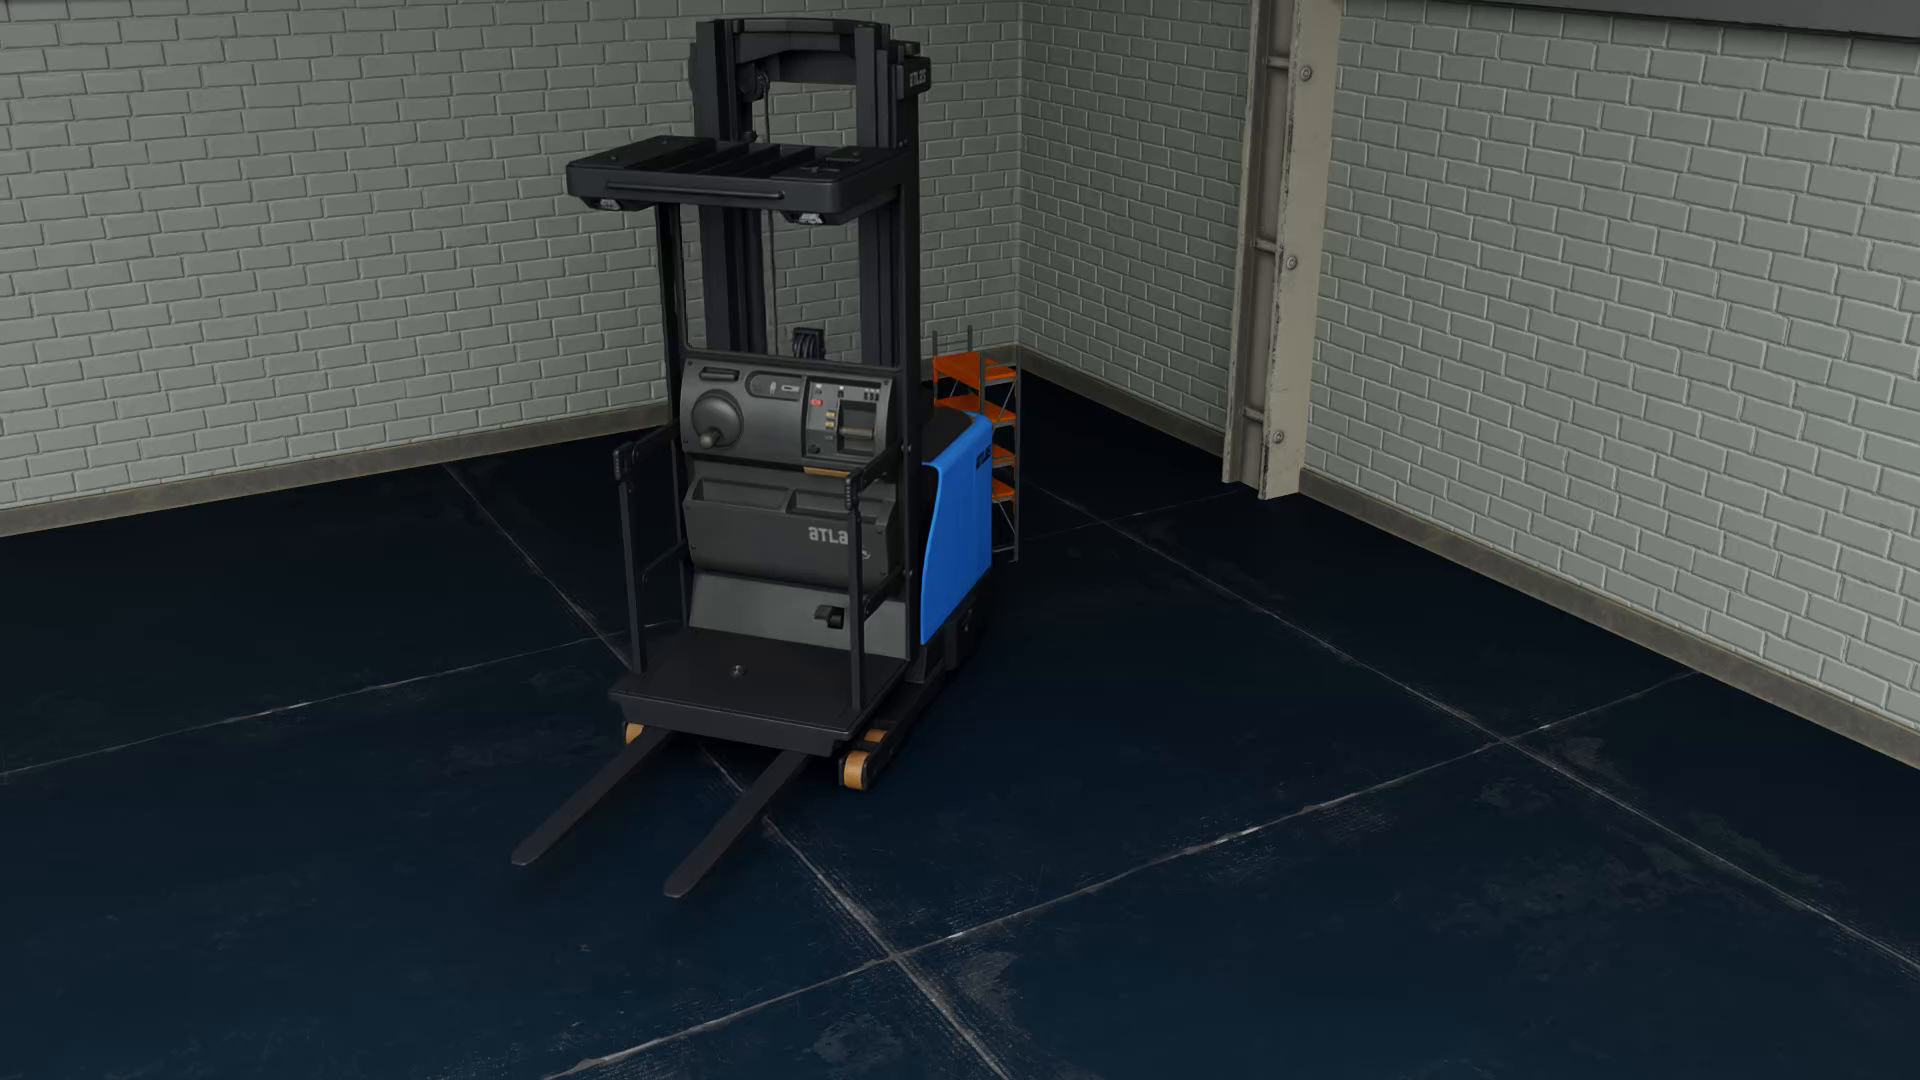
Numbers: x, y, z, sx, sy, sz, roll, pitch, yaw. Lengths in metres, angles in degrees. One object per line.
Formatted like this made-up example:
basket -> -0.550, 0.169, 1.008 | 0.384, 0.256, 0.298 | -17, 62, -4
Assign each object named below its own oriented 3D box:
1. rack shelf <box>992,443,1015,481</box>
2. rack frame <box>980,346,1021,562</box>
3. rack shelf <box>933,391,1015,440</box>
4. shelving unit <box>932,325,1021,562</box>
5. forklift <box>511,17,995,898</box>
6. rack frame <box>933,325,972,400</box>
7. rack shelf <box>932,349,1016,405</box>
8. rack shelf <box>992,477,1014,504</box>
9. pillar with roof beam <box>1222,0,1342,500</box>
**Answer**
rack shelf -> 0.085, -0.440, 8.979 | 0.258, 0.148, 0.480 | -13, 25, -28
rack frame -> 0.209, -0.423, 8.759 | 0.240, 1.200, 0.015 | -13, 25, -28
rack shelf -> 0.085, -0.647, 8.895 | 0.258, 0.148, 0.480 | -13, 25, -28
shelving unit -> 0.085, -0.502, 8.954 | 0.258, 1.200, 0.503 | -13, 25, -28
forklift -> -0.790, -0.506, 6.663 | 1.130, 2.935, 3.031 | 7, 23, 18
rack frame -> -0.040, -0.581, 9.148 | 0.240, 1.200, 0.015 | -13, 25, -28
rack shelf -> 0.085, -0.866, 8.806 | 0.258, 0.148, 0.480 | -13, 25, -28
rack shelf -> 0.085, -0.256, 9.054 | 0.258, 0.148, 0.480 | -13, 25, -28
pillar with roof beam -> -1.865, -3.672, 6.394 | 9.100, 9.000, 0.400 | -13, 25, -28
